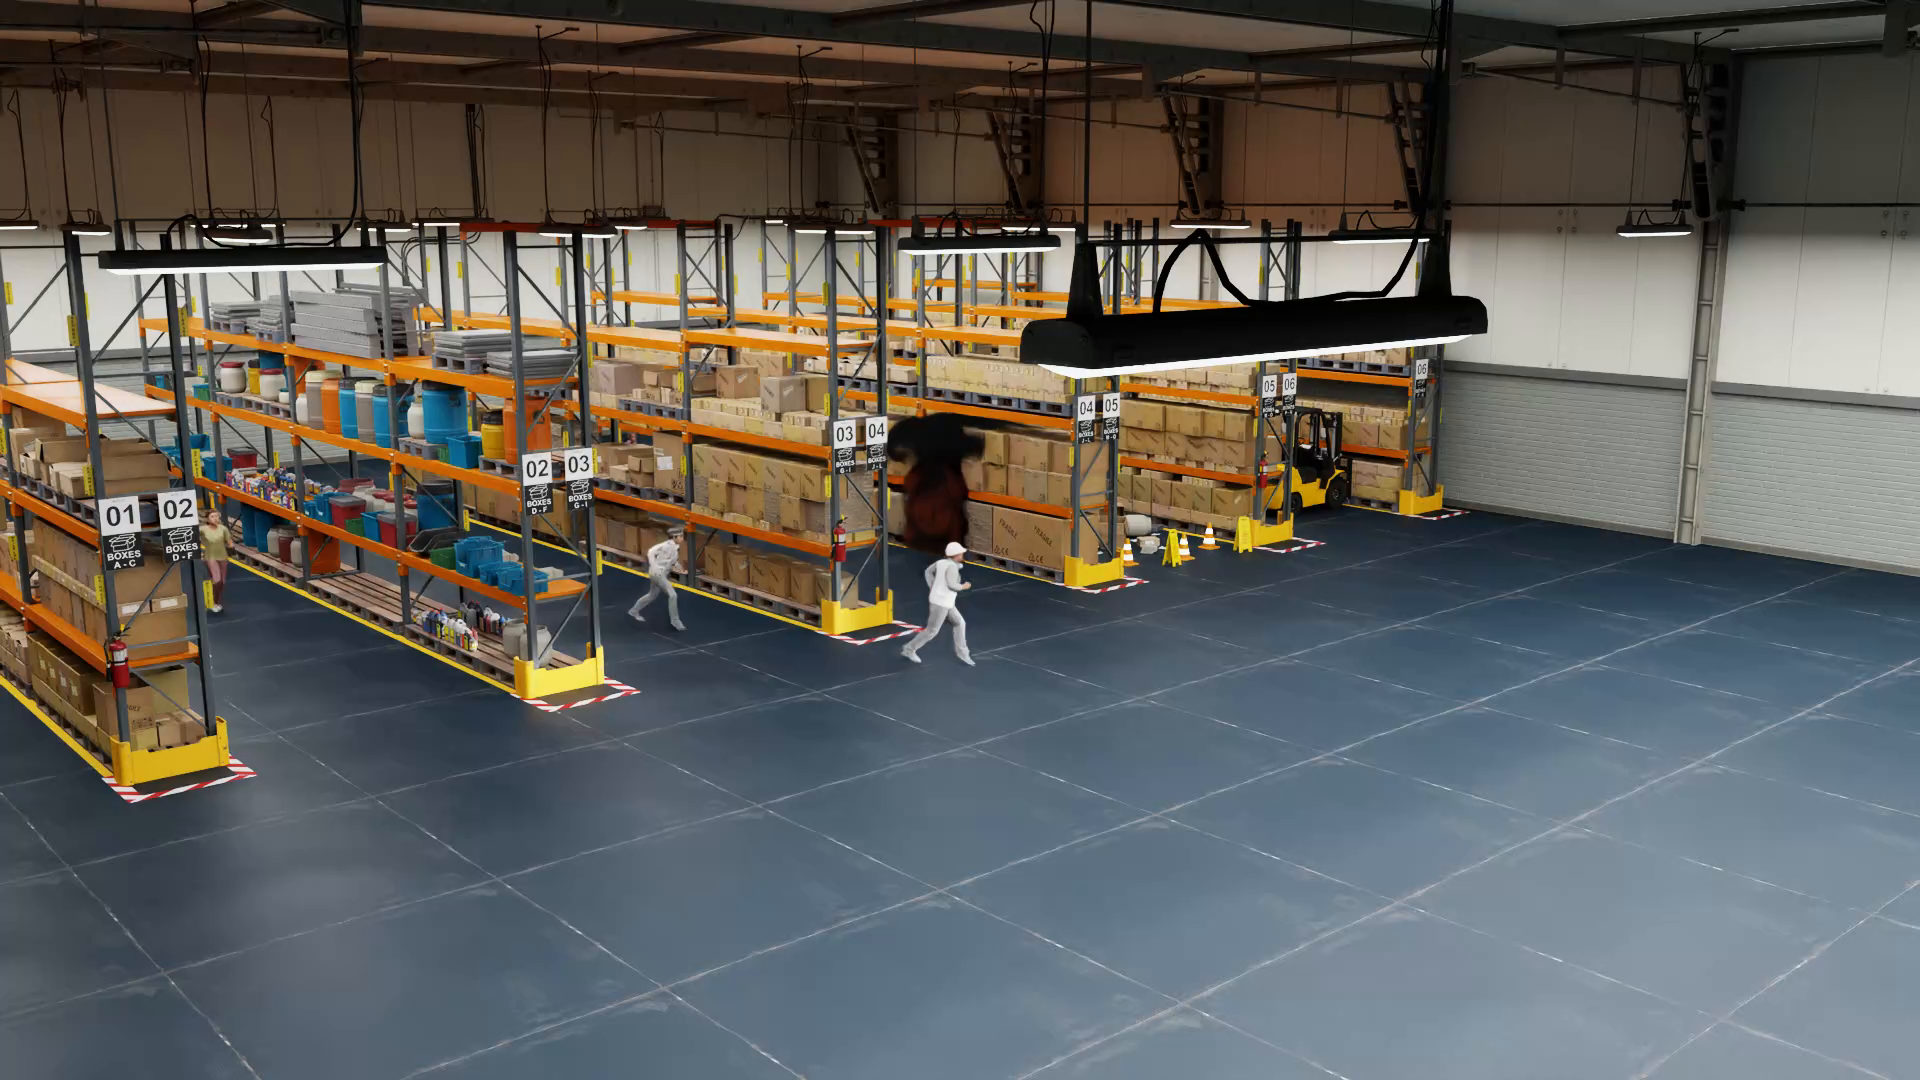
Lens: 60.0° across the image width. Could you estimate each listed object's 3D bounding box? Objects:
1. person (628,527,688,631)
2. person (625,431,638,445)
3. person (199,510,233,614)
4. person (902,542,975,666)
[{"bbox_3d":[-4.590,0.590,25.072,0.969,1.627,0.662,3,12,14],"label":"person"},{"bbox_3d":[-7.156,-1.642,36.168,0.841,1.495,0.538,10,15,41],"label":"person"},{"bbox_3d":[-11.649,0.334,26.026,0.594,1.648,0.622,-10,15,-40],"label":"person"},{"bbox_3d":[-0.299,0.916,22.961,1.037,1.783,0.642,-1,11,-6],"label":"person"}]
